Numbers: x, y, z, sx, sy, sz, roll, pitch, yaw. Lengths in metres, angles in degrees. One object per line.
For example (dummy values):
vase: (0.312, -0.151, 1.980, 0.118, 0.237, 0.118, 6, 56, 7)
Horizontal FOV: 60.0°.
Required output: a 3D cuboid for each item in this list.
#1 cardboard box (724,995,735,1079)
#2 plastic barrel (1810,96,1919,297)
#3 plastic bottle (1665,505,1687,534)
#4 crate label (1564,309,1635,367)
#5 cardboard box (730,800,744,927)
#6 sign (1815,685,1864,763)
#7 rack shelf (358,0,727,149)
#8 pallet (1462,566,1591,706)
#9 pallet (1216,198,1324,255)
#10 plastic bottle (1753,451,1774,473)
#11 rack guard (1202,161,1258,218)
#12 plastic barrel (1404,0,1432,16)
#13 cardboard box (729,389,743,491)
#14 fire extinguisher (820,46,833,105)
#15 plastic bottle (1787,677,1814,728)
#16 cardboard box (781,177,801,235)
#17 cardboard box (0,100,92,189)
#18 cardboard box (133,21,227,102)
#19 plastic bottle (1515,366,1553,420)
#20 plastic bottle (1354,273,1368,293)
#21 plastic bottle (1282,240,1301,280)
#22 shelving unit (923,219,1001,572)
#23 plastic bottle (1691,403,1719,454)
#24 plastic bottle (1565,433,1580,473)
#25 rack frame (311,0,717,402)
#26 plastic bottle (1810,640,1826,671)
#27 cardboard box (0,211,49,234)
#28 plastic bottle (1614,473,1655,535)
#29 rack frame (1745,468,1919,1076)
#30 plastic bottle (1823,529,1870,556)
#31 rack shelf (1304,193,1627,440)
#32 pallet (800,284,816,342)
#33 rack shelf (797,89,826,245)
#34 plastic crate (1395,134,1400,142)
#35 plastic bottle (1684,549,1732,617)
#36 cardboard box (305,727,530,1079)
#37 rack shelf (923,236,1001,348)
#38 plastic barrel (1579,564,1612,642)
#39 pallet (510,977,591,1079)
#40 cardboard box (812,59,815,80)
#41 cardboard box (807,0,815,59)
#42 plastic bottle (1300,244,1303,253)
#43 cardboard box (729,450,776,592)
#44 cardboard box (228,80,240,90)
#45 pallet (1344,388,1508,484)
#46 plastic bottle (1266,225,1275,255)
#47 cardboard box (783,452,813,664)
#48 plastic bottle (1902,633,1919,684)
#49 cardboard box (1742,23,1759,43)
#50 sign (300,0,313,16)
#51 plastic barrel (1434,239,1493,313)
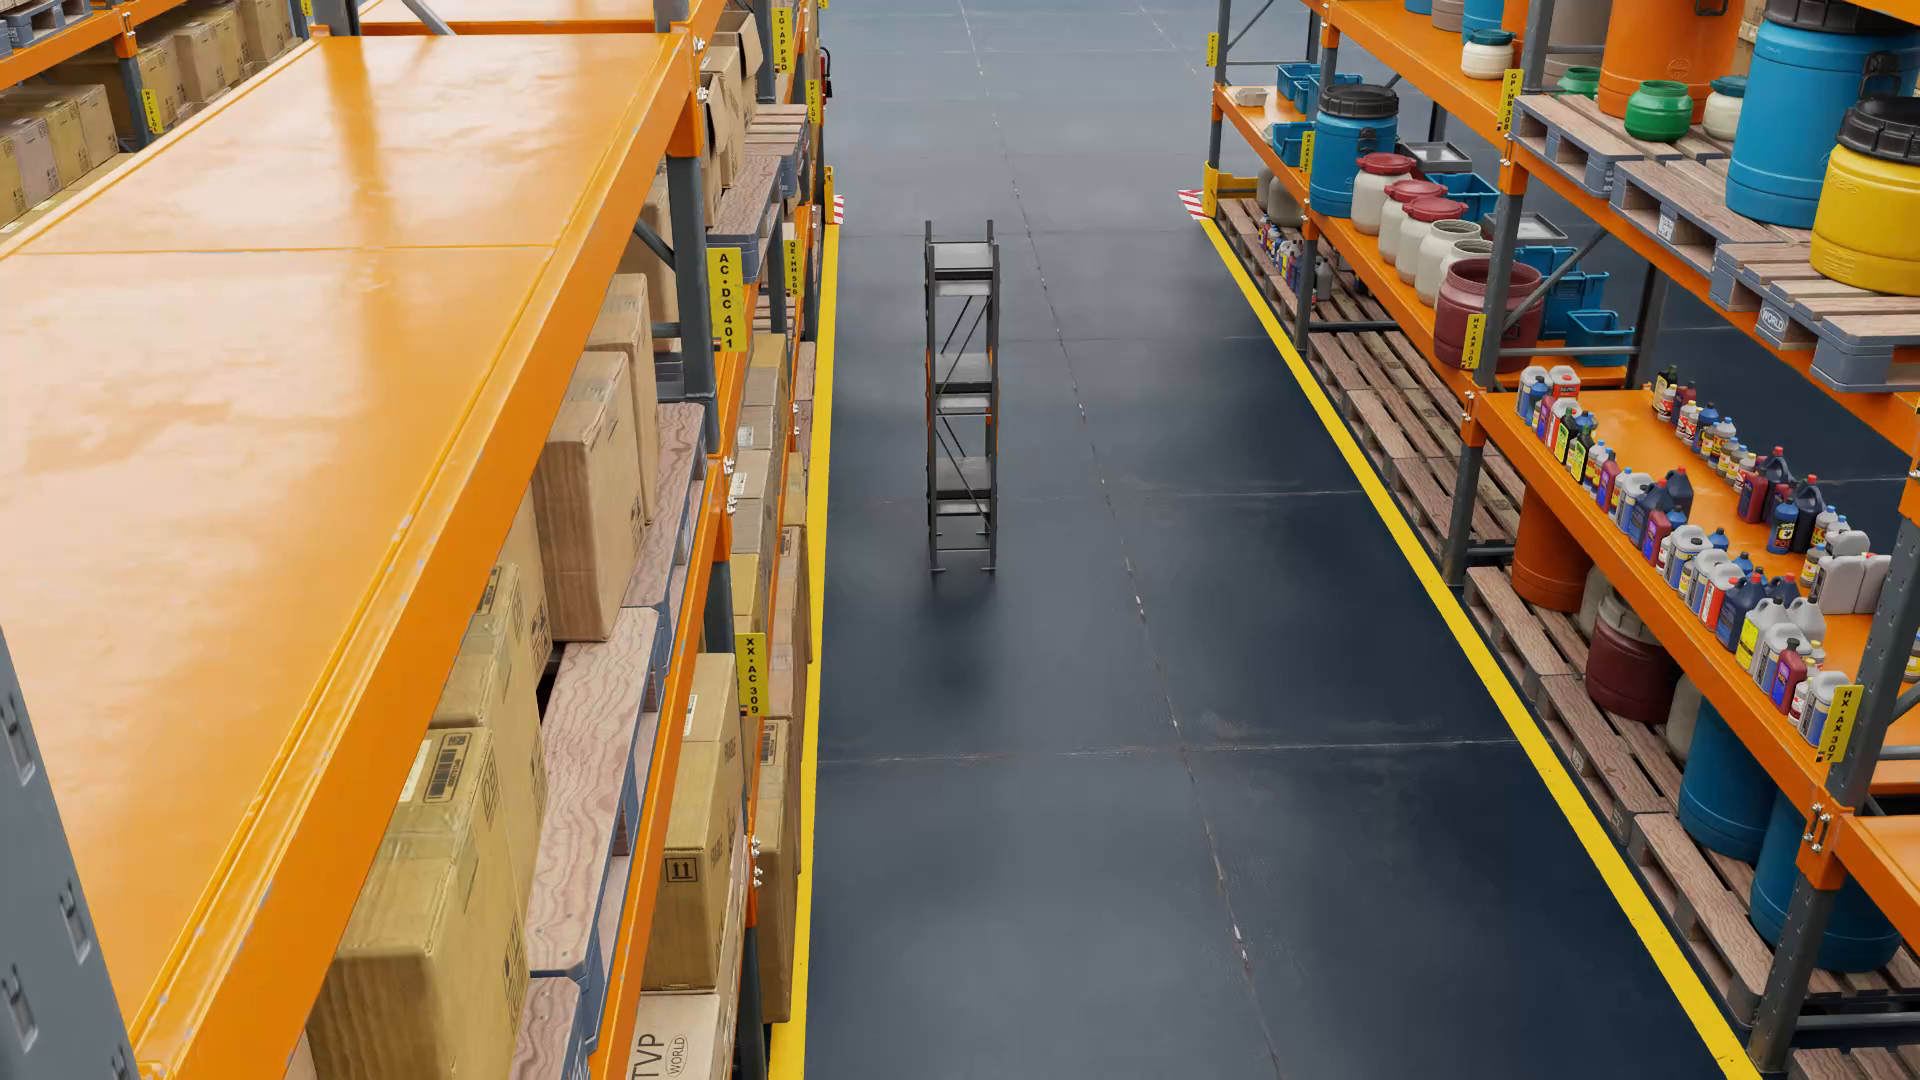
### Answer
cardboard box: (-0.871, 1.489, 4.922, 0.380, 0.149, 0.250, -1, 28, -2)
plastic barrel: (3.442, -1.247, 5.996, 0.600, 0.588, 0.600, 0, 28, 0)
plastic bottle: (3.305, -0.035, 7.712, 0.097, 0.271, 0.097, 0, 28, 0)
crate label: (3.836, -1.207, 10.002, 0.303, 0.233, 0.416, -1, 28, -3)
cardboard box: (-0.969, 1.021, 5.389, 0.500, 0.250, 0.500, -2, 28, -4)
sign: (3.143, 0.659, 5.943, 0.100, 0.325, 0.005, -1, 28, -3)
rack shelf: (-1.359, -2.198, 6.444, 1.077, 0.370, 4.000, -1, 28, -3)
pallet: (3.566, 0.522, 9.522, 1.003, 0.211, 1.213, -1, 28, -3)
pallet: (3.154, -3.127, 16.517, 1.003, 0.211, 1.213, -1, 28, -3)
plastic bottle: (3.990, -0.322, 8.249, 0.061, 0.283, 0.133, -1, 28, -3)
rack guard: (3.117, -3.630, 17.169, 1.175, 0.500, 0.348, -1, 28, -3)
plastic barrel: (3.518, -4.248, 11.865, 0.600, 0.901, 0.708, -1, 28, -3)
cardboard box: (-1.368, -0.499, 7.270, 0.797, 0.503, 0.637, -1, 28, -1)
fire extinguisher: (-1.426, -4.682, 16.568, 0.296, 0.674, 0.183, -1, 28, -3)
plastic bottle: (3.315, 0.630, 6.513, 0.097, 0.201, 0.097, 0, 28, 0)
cardboard box: (-1.489, -2.239, 11.234, 0.797, 0.503, 0.637, 1, 28, 3)
cardboard box: (-6.570, -2.753, 11.596, 0.700, 0.500, 0.500, -2, 28, -3)
cardboard box: (-6.651, -3.953, 13.755, 0.875, 0.550, 0.550, -1, 28, -3)
plastic bottle: (3.183, -0.815, 9.203, 0.152, 0.276, 0.135, -1, 28, -3)
plastic bottle: (3.503, -2.325, 14.353, 0.144, 0.351, 0.185, -1, 28, -3)
plastic bottle: (2.926, -2.474, 14.638, 0.144, 0.351, 0.185, -2, 28, -3)
shelving unit: (0.009, -0.855, 10.118, 0.431, 2.100, 0.503, -1, 28, -3)
plastic bottle: (3.940, -0.594, 8.785, 0.097, 0.271, 0.097, 0, 28, 0)
plastic bottle: (3.193, -0.453, 8.589, 0.097, 0.201, 0.097, 0, 28, 0)
rack frame: (-1.254, -1.771, 4.415, 1.000, 3.000, 0.127, -1, 28, -3)
plastic bottle: (3.453, 0.503, 6.757, 0.097, 0.201, 0.097, 0, 28, 0)
cardboard box: (-6.254, -1.841, 10.928, 0.500, 0.500, 0.500, -2, 28, -3)
plastic bottle: (3.255, -0.175, 7.976, 0.152, 0.276, 0.135, -1, 28, -3)
rack frame: (3.692, 0.769, 6.031, 1.000, 3.000, 0.127, -1, 28, -3)
plastic bottle: (3.988, 0.067, 7.513, 0.152, 0.276, 0.135, -1, 28, -3)
rack shelf: (3.379, -1.682, 11.510, 1.077, 0.370, 4.000, -1, 28, -3)
pallet: (-1.742, -1.878, 14.123, 1.003, 0.211, 1.213, -1, 28, -3)
rack shelf: (-1.776, -3.410, 14.823, 1.077, 0.370, 4.000, -1, 28, -3)
plastic crate: (3.485, -3.465, 14.379, 0.450, 0.188, 0.662, -1, 28, -3)
plastic bottle: (3.296, 0.186, 7.283, 0.152, 0.276, 0.135, -1, 28, -3)
cardboard box: (-1.035, 0.630, 2.385, 0.700, 0.500, 0.500, -2, 28, -5)
rack shelf: (0.009, -1.463, 9.800, 0.431, 0.518, 0.480, -1, 28, -3)
plastic barrel: (3.645, 0.323, 9.123, 0.421, 0.512, 0.421, 0, 28, 0)
pallet: (-1.094, 1.103, 2.243, 1.003, 0.211, 1.213, -1, 28, -3)
cardboard box: (-1.750, -4.114, 14.965, 0.875, 0.500, 0.500, -1, 28, -3)
cardboard box: (-1.550, -4.563, 14.743, 0.500, 0.500, 0.500, -1, 28, -3)
plastic bottle: (3.027, -2.458, 14.681, 0.061, 0.283, 0.133, -1, 28, -3)
cardboard box: (-1.114, -0.076, 7.543, 0.500, 0.500, 0.500, -1, 28, -2)
cardboard box: (-6.751, -3.717, 14.471, 0.875, 0.550, 0.500, -1, 28, -3)
pallet: (3.421, -0.762, 11.983, 1.003, 0.211, 1.213, -1, 28, -3)
plastic bottle: (2.867, -2.755, 15.262, 0.097, 0.271, 0.097, 0, 28, 0)
cardboard box: (-1.448, 0.117, 9.126, 1.225, 0.875, 0.875, -3, 28, -5)
plastic bottle: (3.906, 0.477, 6.806, 0.097, 0.201, 0.097, 0, 28, 0)
cardboard box: (7.834, -4.914, 16.118, 0.380, 0.149, 0.250, -2, 28, -4)
sign: (-6.297, -5.205, 15.977, 0.100, 0.325, 0.005, -1, 28, -3)
plastic barrel: (3.216, -1.597, 10.448, 0.421, 0.512, 0.421, 0, 28, 0)
